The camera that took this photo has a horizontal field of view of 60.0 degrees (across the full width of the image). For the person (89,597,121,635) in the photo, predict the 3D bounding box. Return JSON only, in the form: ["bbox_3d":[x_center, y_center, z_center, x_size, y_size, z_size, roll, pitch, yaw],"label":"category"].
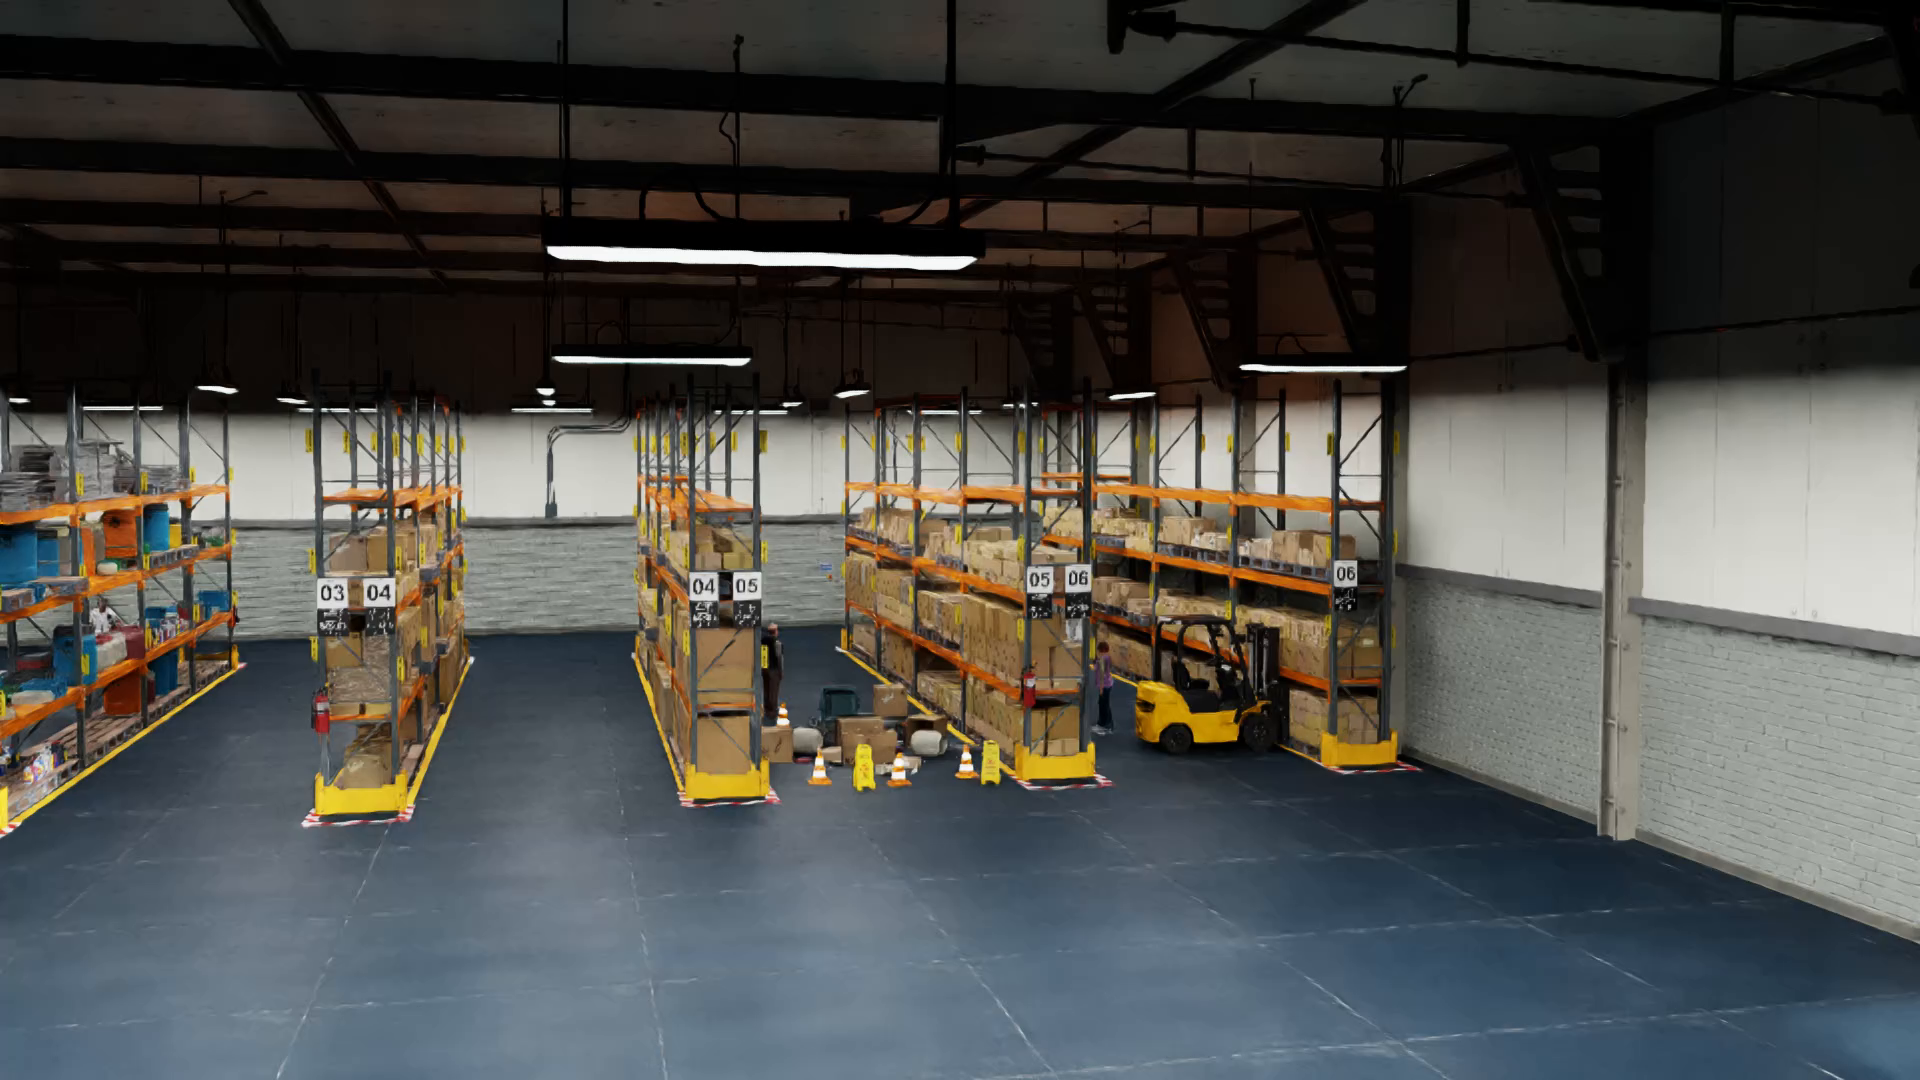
[{"bbox_3d":[-18.553,2.070,36.048,0.682,1.715,0.542,-1,3,-15],"label":"person"}]

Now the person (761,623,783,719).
[{"bbox_3d":[-3.385,2.375,30.283,0.463,1.732,0.601,-3,5,-43],"label":"person"}]

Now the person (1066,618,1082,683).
[{"bbox_3d":[2.374,2.088,34.923,0.581,1.768,0.640,1,3,9],"label":"person"}]

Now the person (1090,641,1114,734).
[{"bbox_3d":[2.451,2.533,28.725,0.452,1.599,0.467,1,3,17],"label":"person"}]
